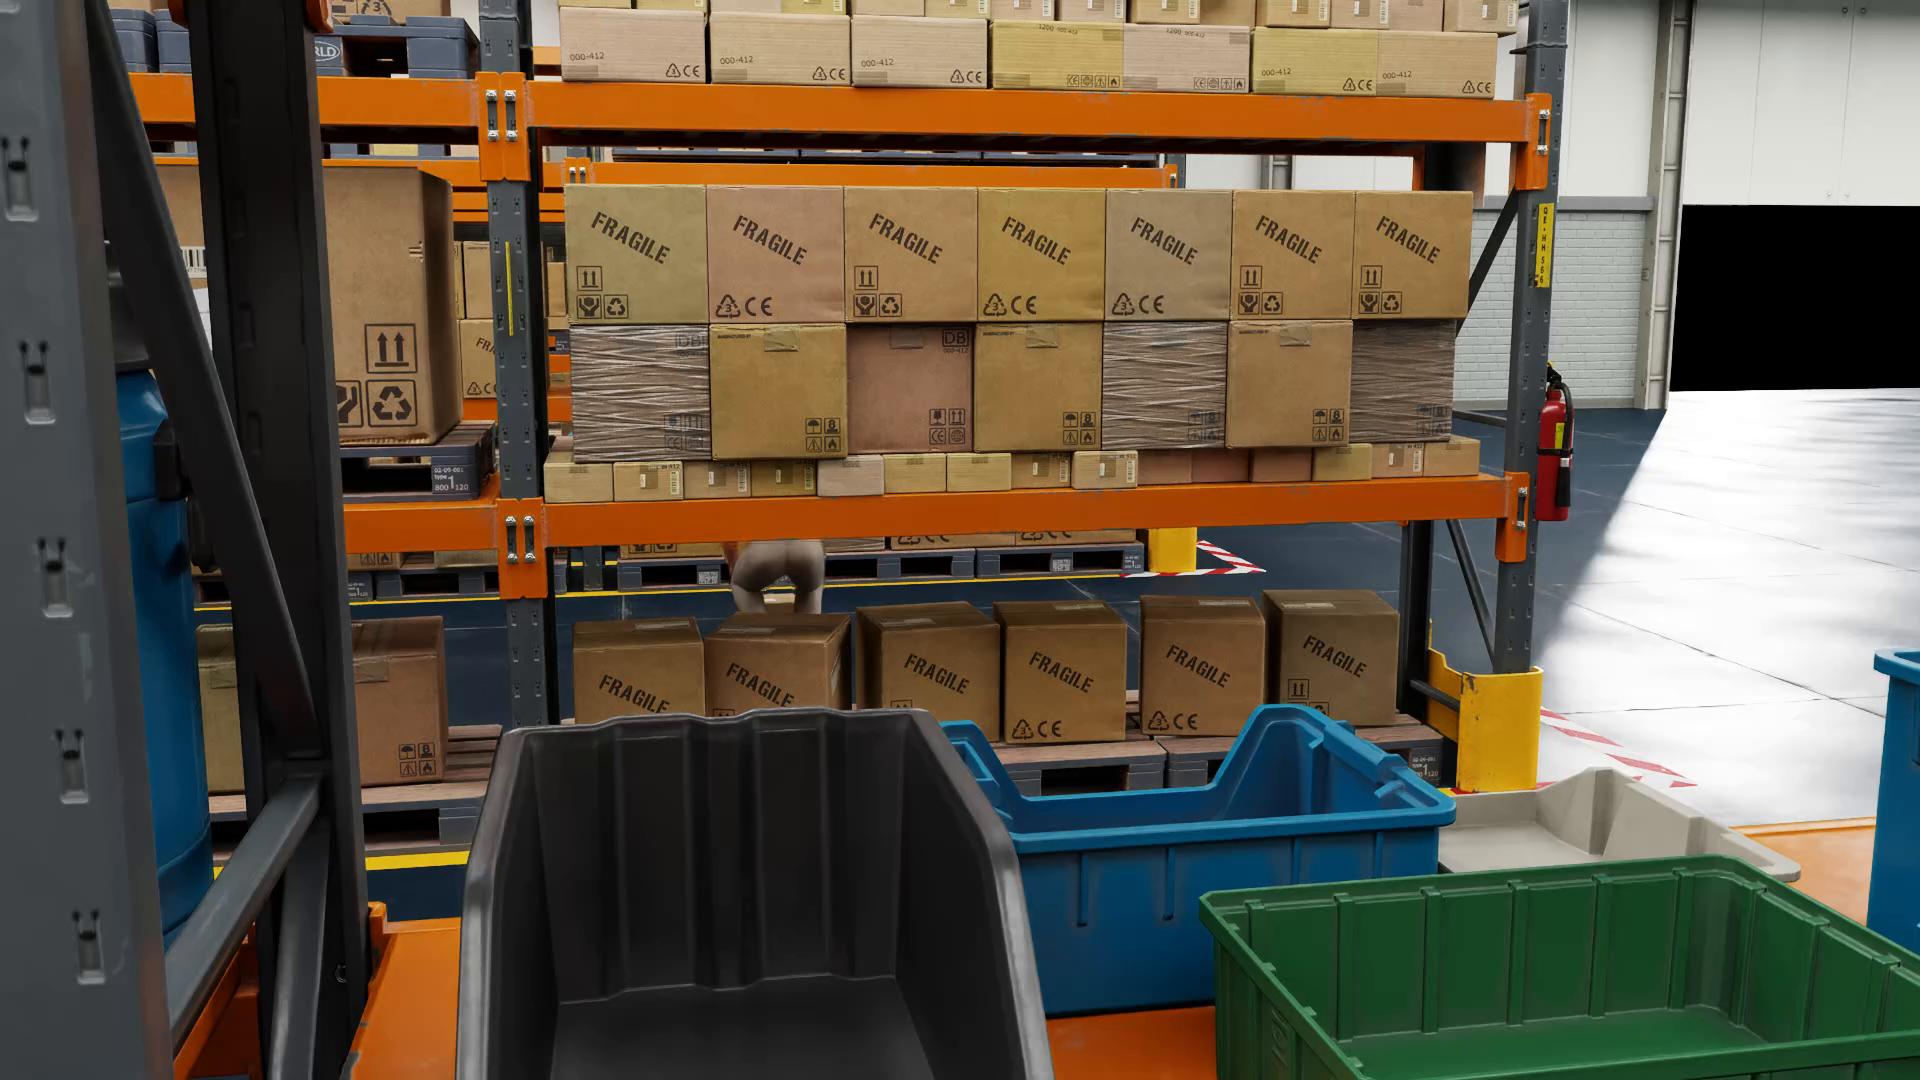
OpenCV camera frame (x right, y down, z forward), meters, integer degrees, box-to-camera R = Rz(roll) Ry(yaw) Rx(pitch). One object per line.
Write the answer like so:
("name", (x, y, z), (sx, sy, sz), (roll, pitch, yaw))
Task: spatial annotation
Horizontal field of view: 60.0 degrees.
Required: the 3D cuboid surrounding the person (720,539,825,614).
("person", (-1.034, 0.031, 9.161), (0.580, 1.131, 0.805), (-2, 10, -11))
